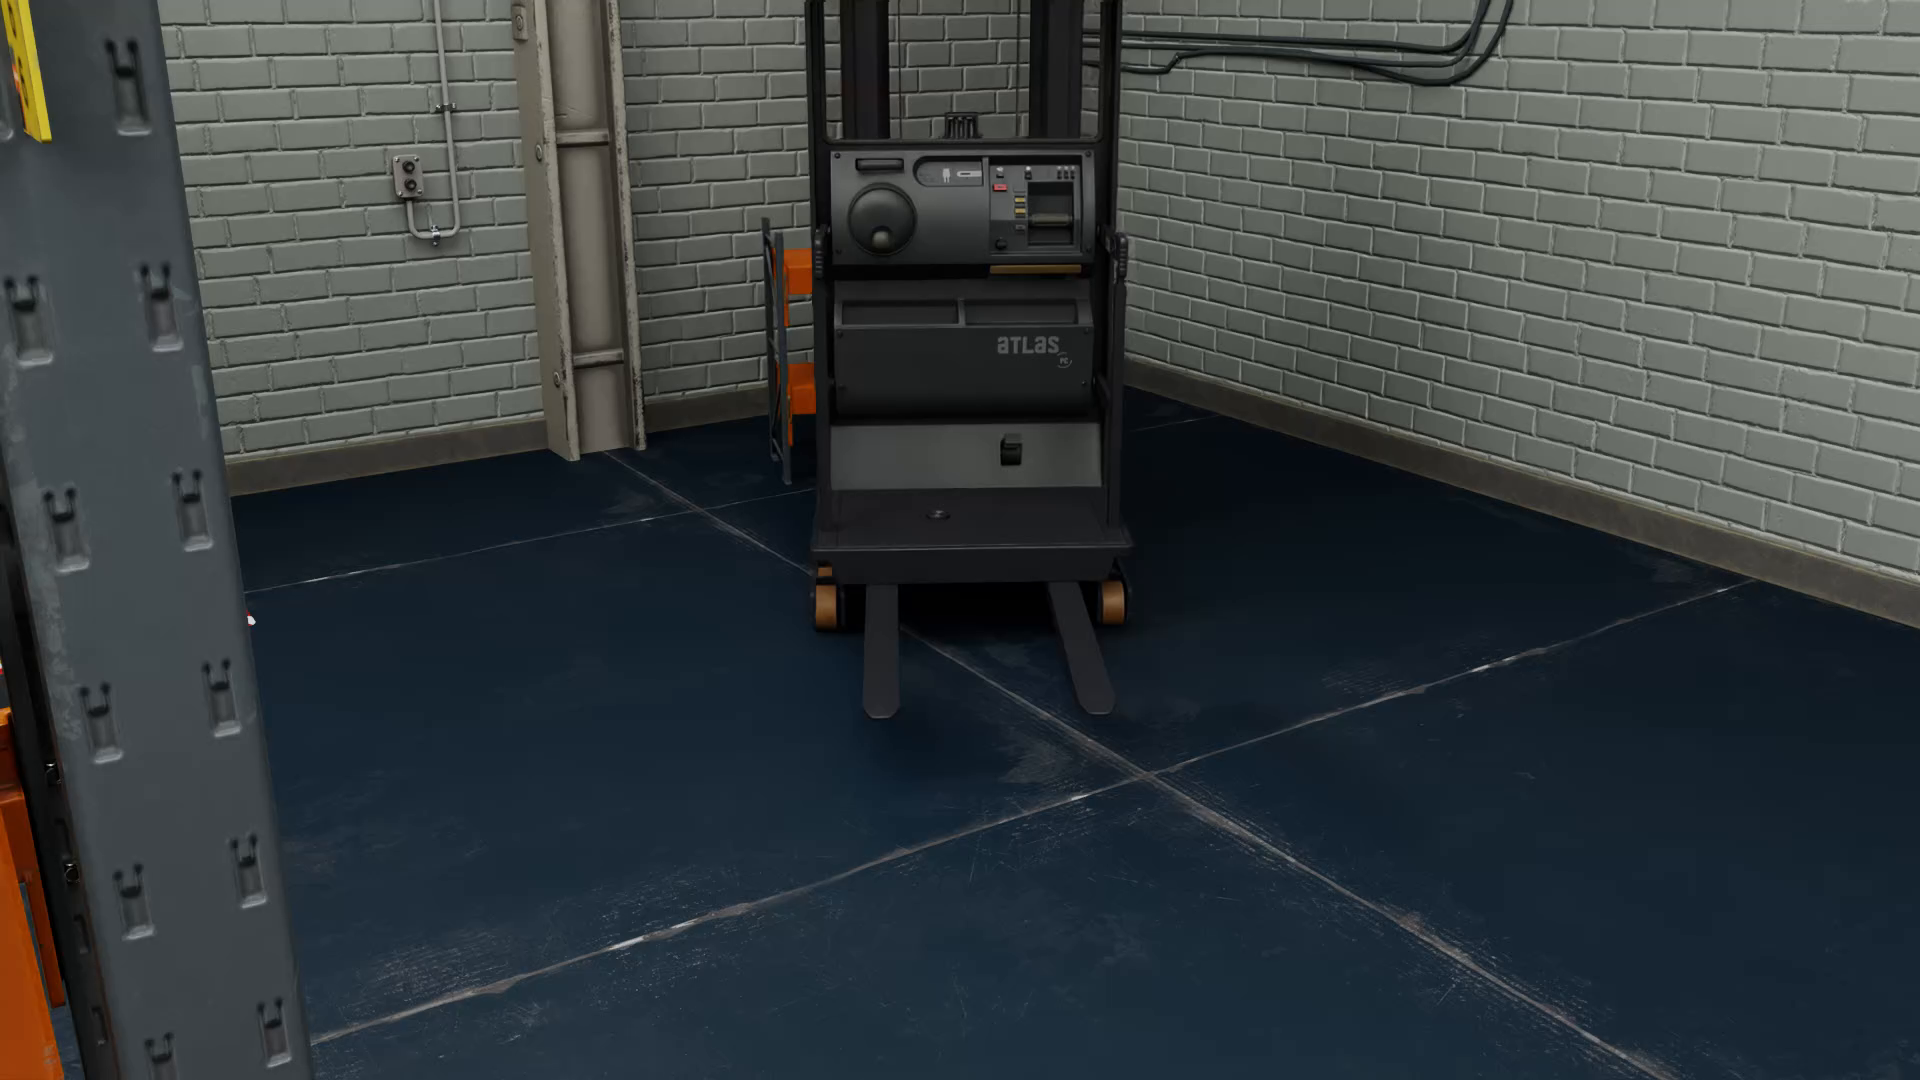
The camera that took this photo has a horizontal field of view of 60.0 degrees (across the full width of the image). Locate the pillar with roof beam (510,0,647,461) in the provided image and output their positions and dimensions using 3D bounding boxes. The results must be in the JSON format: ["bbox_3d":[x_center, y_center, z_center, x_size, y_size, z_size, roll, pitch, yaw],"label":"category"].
[{"bbox_3d":[0.606,-3.559,3.221,0.400,9.000,9.100,-12,22,-31],"label":"pillar with roof beam"}]

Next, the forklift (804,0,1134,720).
[{"bbox_3d":[0.023,-1.175,5.644,1.130,2.935,3.031,-1,19,-2],"label":"forklift"}]

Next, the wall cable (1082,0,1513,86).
[{"bbox_3d":[1.379,-3.433,7.698,0.112,2.526,3.097,-12,22,-31],"label":"wall cable"}]

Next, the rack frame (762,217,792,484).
[{"bbox_3d":[-0.832,-0.863,7.541,0.032,1.125,0.500,-4,19,-13],"label":"rack frame"}]

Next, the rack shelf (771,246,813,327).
[{"bbox_3d":[-0.337,-1.178,7.559,1.000,0.278,0.538,-4,19,-13],"label":"rack shelf"}]

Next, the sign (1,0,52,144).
[{"bbox_3d":[-0.525,-0.383,0.894,0.005,0.325,0.100,-12,22,-31],"label":"sign"}]

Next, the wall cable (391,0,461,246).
[{"bbox_3d":[-2.992,-2.121,6.750,1.851,1.984,0.084,-12,22,-31],"label":"wall cable"}]

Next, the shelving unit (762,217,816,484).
[{"bbox_3d":[-0.337,-0.901,7.652,1.048,1.125,0.538,-4,19,-13],"label":"shelving unit"}]

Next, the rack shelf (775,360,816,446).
[{"bbox_3d":[-0.337,-0.669,7.731,1.000,0.278,0.538,-4,19,-13],"label":"rack shelf"}]

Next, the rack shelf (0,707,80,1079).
[{"bbox_3d":[-2.484,0.856,0.653,4.000,0.370,1.077,-12,22,-31],"label":"rack shelf"}]
